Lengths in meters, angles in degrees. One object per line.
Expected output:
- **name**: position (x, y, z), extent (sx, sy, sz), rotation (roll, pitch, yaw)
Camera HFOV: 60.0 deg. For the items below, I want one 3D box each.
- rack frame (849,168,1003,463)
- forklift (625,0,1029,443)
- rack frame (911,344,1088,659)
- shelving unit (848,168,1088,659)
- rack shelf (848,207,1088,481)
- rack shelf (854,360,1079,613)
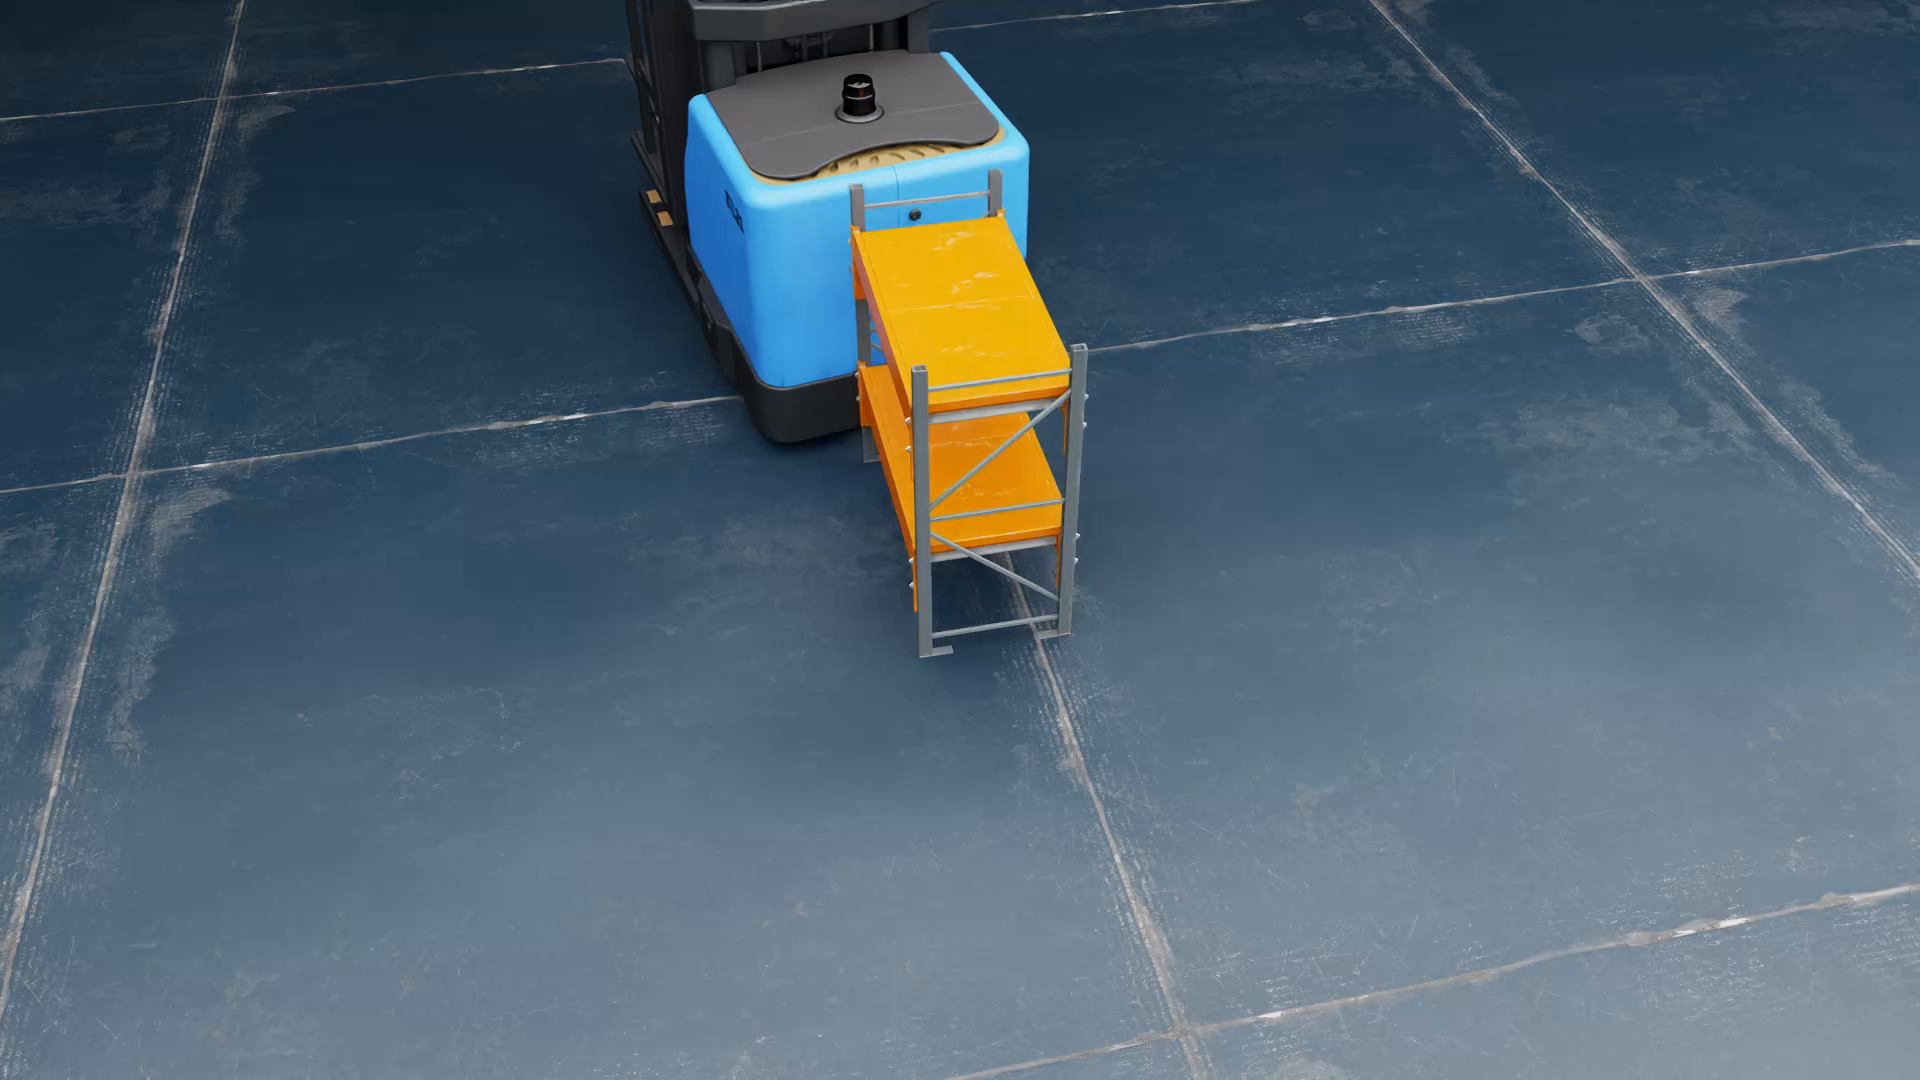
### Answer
- **rack frame**: position (-0.108, -0.746, 5.743), extent (0.500, 1.125, 0.032), rotation (-8, 42, -9)
- **forklift**: position (-0.756, -2.436, 6.287), extent (1.130, 2.935, 3.031), rotation (-15, 44, -16)
- **rack frame**: position (0.111, -0.087, 5.000), extent (0.500, 1.125, 0.032), rotation (-8, 42, -9)
- **shelving unit**: position (0.001, -0.416, 5.372), extent (0.538, 1.125, 1.048), rotation (-8, 42, -9)
- **rack shelf**: position (0.001, -0.635, 5.177), extent (0.538, 0.278, 1.000), rotation (-8, 42, -9)
- **rack shelf**: position (0.001, -0.233, 5.534), extent (0.538, 0.278, 1.000), rotation (-8, 42, -9)
